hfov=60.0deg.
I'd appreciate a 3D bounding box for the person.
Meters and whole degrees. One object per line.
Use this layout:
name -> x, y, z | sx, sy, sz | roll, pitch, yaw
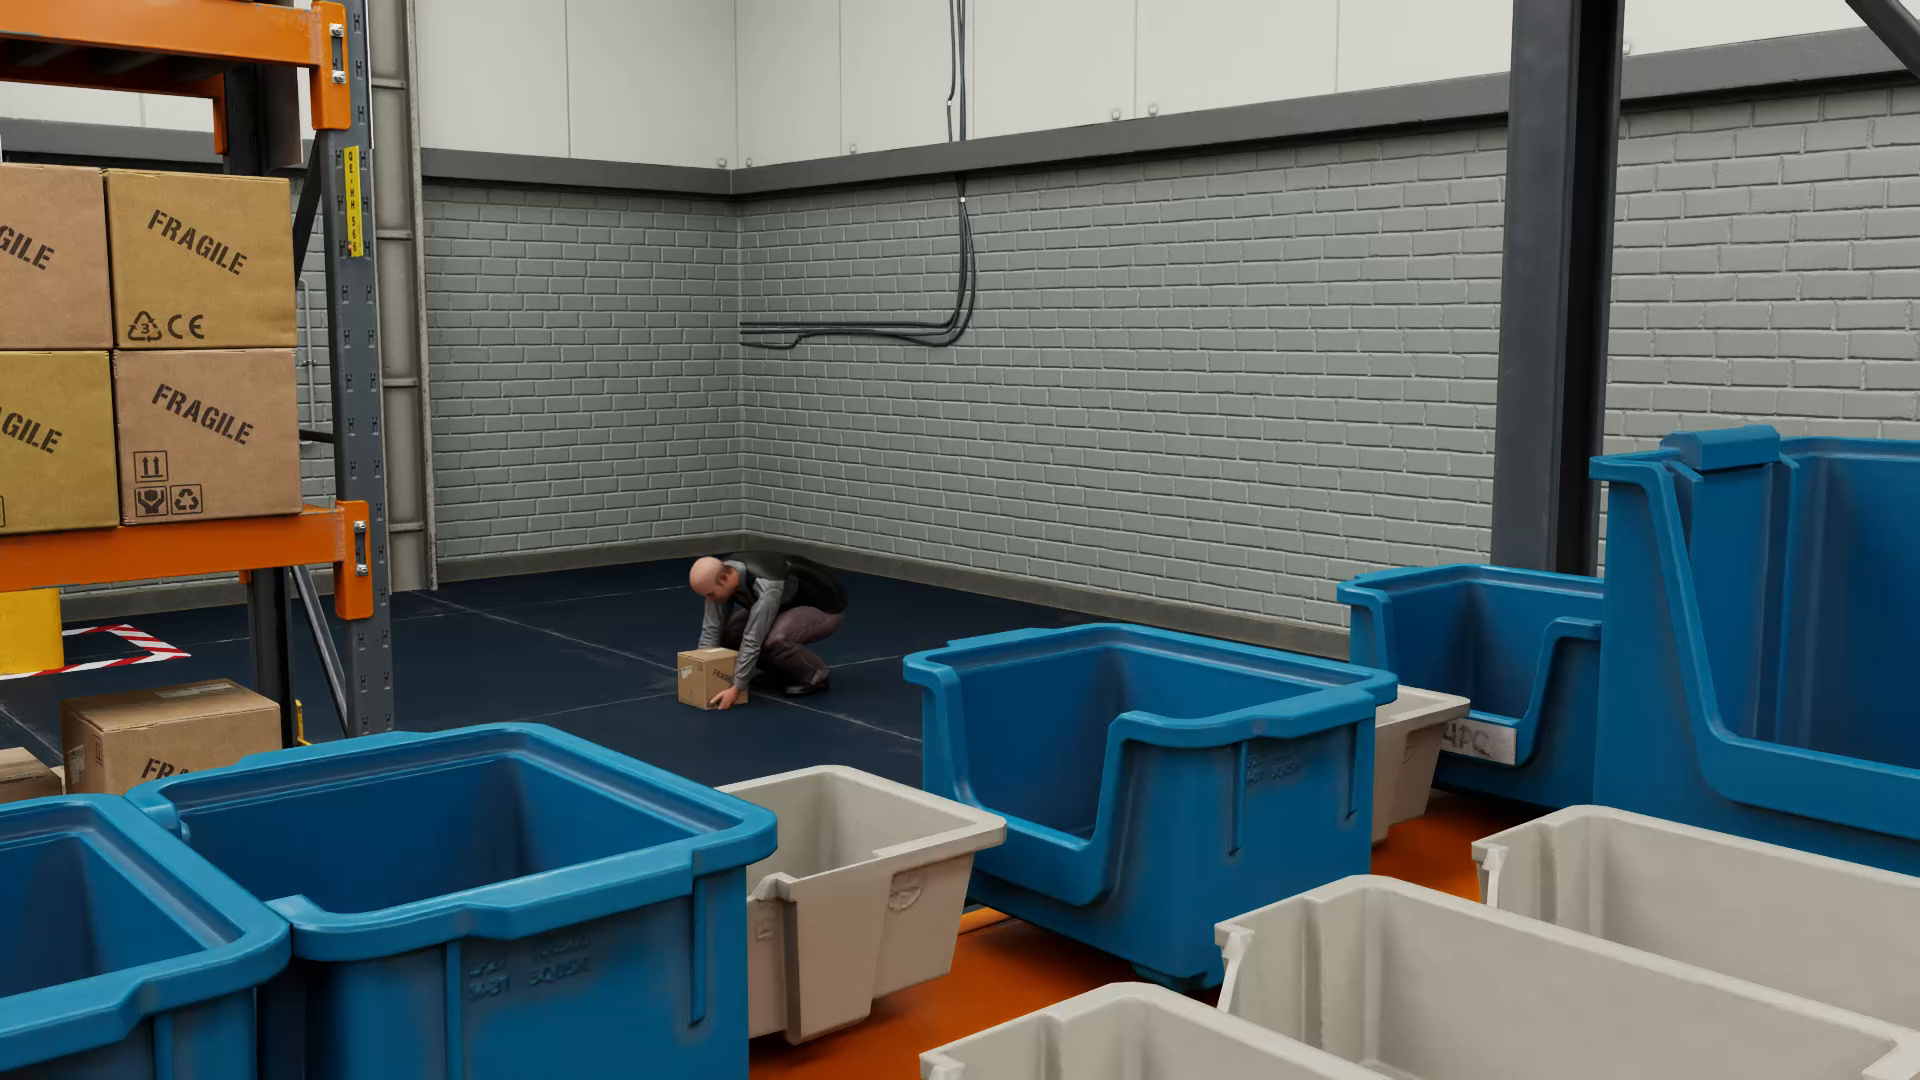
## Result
person -> -0.992, 0.453, 8.468 | 0.916, 0.826, 0.520 | -7, 10, -42
